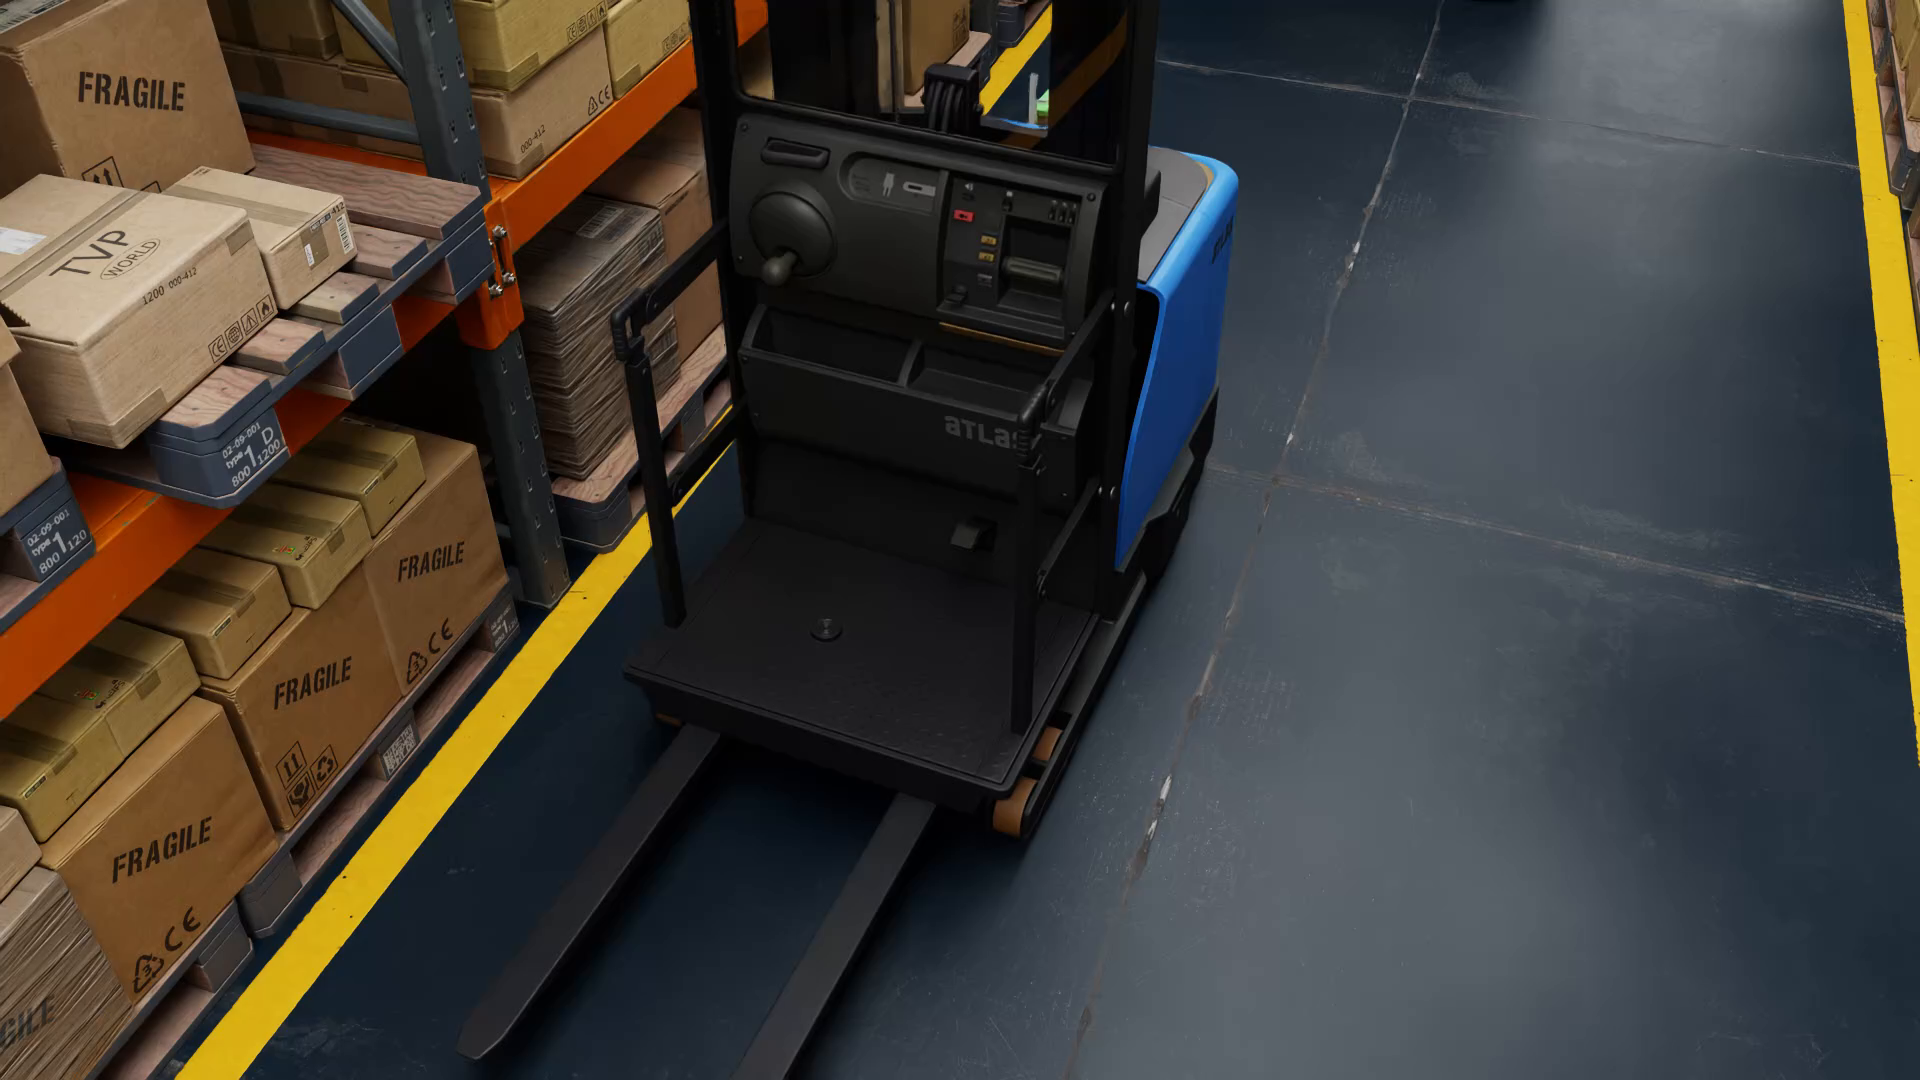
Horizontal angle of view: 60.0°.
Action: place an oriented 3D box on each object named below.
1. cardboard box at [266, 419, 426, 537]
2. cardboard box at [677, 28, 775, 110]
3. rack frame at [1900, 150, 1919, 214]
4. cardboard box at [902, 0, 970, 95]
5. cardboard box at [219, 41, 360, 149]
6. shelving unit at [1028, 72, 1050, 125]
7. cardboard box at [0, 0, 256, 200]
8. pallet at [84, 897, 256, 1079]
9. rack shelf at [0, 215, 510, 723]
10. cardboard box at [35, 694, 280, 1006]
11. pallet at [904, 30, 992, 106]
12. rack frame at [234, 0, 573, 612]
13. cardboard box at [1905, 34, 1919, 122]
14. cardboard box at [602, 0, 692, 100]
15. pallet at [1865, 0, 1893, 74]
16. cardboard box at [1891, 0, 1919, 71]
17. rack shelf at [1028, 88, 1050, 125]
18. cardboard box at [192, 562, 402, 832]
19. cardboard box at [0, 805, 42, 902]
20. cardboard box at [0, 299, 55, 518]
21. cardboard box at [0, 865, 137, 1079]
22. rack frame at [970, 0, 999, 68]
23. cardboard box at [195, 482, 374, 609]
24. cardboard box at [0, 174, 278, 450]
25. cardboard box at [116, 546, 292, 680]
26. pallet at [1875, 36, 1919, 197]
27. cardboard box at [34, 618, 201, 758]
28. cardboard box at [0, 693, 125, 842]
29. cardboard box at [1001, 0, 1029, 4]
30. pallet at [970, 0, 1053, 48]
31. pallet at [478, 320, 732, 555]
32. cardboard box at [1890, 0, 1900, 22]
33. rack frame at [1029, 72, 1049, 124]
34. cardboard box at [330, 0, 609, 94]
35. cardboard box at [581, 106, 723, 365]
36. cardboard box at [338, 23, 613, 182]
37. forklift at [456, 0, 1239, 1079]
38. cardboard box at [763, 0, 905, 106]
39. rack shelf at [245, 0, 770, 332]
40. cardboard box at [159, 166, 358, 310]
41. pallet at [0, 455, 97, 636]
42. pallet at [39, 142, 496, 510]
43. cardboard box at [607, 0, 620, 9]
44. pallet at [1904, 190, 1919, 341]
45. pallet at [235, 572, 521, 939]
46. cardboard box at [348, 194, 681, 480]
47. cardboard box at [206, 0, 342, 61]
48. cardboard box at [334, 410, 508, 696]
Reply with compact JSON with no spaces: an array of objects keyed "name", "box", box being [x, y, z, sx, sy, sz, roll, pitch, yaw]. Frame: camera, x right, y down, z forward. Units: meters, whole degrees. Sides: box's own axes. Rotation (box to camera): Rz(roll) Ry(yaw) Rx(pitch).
[{"name":"cardboard box","box":[-1.608,-0.173,4.244,0.380,0.149,0.250,11,42,13]},{"name":"cardboard box","box":[-1.004,-1.519,6.226,0.875,0.625,0.625,12,42,13]},{"name":"rack frame","box":[4.357,-2.415,5.769,1.000,3.000,0.127,13,42,15]},{"name":"cardboard box","box":[-0.477,-2.450,7.316,0.875,0.625,0.625,15,43,17]},{"name":"cardboard box","box":[-1.763,-1.348,4.635,0.500,0.250,0.500,12,42,14]},{"name":"shelving unit","box":[0.423,-1.082,5.594,0.258,1.200,0.503,15,43,17]},{"name":"cardboard box","box":[-2.000,-0.993,3.702,0.500,0.500,0.500,15,43,17]},{"name":"pallet","box":[-2.386,1.175,3.710,1.003,0.211,1.213,13,42,15]},{"name":"rack shelf","box":[-2.361,0.419,3.002,1.077,0.370,4.000,13,42,15]},{"name":"cardboard box","box":[-1.977,0.645,3.785,0.500,0.500,0.500,15,43,17]},{"name":"pallet","box":[-0.524,-1.995,7.426,1.003,0.211,1.213,13,42,15]},{"name":"rack frame","box":[-1.677,-1.074,4.198,1.000,3.000,0.127,13,42,15]},{"name":"cardboard box","box":[4.306,-1.949,7.018,0.500,0.250,0.500,15,43,17]},{"name":"cardboard box","box":[-1.119,-1.539,4.859,0.500,0.250,0.500,12,42,14]},{"name":"pallet","box":[4.969,-2.518,8.039,1.003,0.211,1.213,13,42,15]},{"name":"cardboard box","box":[4.479,-2.276,7.401,0.500,0.250,0.500,12,42,14]},{"name":"rack shelf","box":[0.423,-1.399,5.324,0.258,0.148,0.480,15,43,17]},{"name":"cardboard box","box":[-1.800,0.325,4.160,0.500,0.500,0.500,13,42,14]},{"name":"cardboard box","box":[-2.087,0.630,3.303,0.380,0.149,0.250,11,42,13]},{"name":"cardboard box","box":[-2.061,-0.237,2.813,0.797,0.503,0.637,12,42,14]},{"name":"cardboard box","box":[-2.137,0.966,3.409,0.500,0.500,0.500,12,42,14]},{"name":"rack frame","box":[-0.309,-3.514,7.058,1.000,3.000,0.127,13,42,15]},{"name":"cardboard box","box":[-1.672,0.001,4.041,0.380,0.149,0.250,11,42,13]},{"name":"cardboard box","box":[-1.733,-0.462,3.272,0.500,0.250,0.500,11,42,13]},{"name":"cardboard box","box":[-1.803,0.152,3.864,0.380,0.149,0.250,12,42,14]},{"name":"pallet","box":[4.553,-1.771,7.164,1.003,0.211,1.213,13,42,15]},{"name":"cardboard box","box":[-1.936,0.303,3.687,0.380,0.149,0.250,14,43,16]},{"name":"cardboard box","box":[-2.021,0.455,3.508,0.380,0.149,0.250,13,42,14]},{"name":"cardboard box","box":[0.168,-2.849,8.074,0.500,0.250,0.500,14,42,16]},{"name":"pallet","box":[0.002,-2.929,8.520,1.003,0.211,1.213,13,42,15]},{"name":"pallet","box":[-1.358,-0.507,5.682,1.003,0.211,1.213,13,42,15]},{"name":"cardboard box","box":[4.657,-2.585,7.764,0.500,0.250,0.500,14,42,16]},{"name":"rack frame","box":[0.328,-0.936,5.423,0.240,1.200,0.015,15,43,17]},{"name":"cardboard box","box":[-1.272,-1.418,4.332,0.500,0.250,0.500,13,42,15]},{"name":"cardboard box","box":[-1.234,-1.108,5.744,0.875,0.625,0.625,15,43,16]},{"name":"cardboard box","box":[-1.295,-1.234,4.501,0.500,0.250,0.500,13,42,15]},{"name":"forklift","box":[-0.201,-0.658,3.763,1.130,2.935,3.031,15,43,17]},{"name":"cardboard box","box":[-0.749,-1.978,6.764,0.875,0.625,0.625,13,42,15]},{"name":"rack shelf","box":[-0.993,-2.021,5.862,1.077,0.370,4.000,13,42,15]},{"name":"cardboard box","box":[-1.541,-0.653,3.574,0.380,0.149,0.250,14,42,16]},{"name":"pallet","box":[-2.337,0.186,2.869,1.003,0.211,1.213,13,42,15]},{"name":"pallet","box":[-1.842,-0.572,3.758,1.213,0.211,1.003,13,42,15]},{"name":"cardboard box","box":[-1.123,-1.729,4.696,0.500,0.250,0.500,15,43,16]},{"name":"pallet","box":[4.092,-0.879,6.117,1.003,0.211,1.213,13,42,15]},{"name":"pallet","box":[-1.968,0.433,4.579,1.003,0.211,1.213,13,42,15]},{"name":"cardboard box","box":[-1.451,-0.708,5.275,0.875,0.625,0.625,15,43,16]},{"name":"cardboard box","box":[-1.784,-1.543,4.478,0.500,0.250,0.500,14,42,16]},{"name":"cardboard box","box":[-1.619,0.022,4.515,0.500,0.500,0.500,14,43,16]}]
